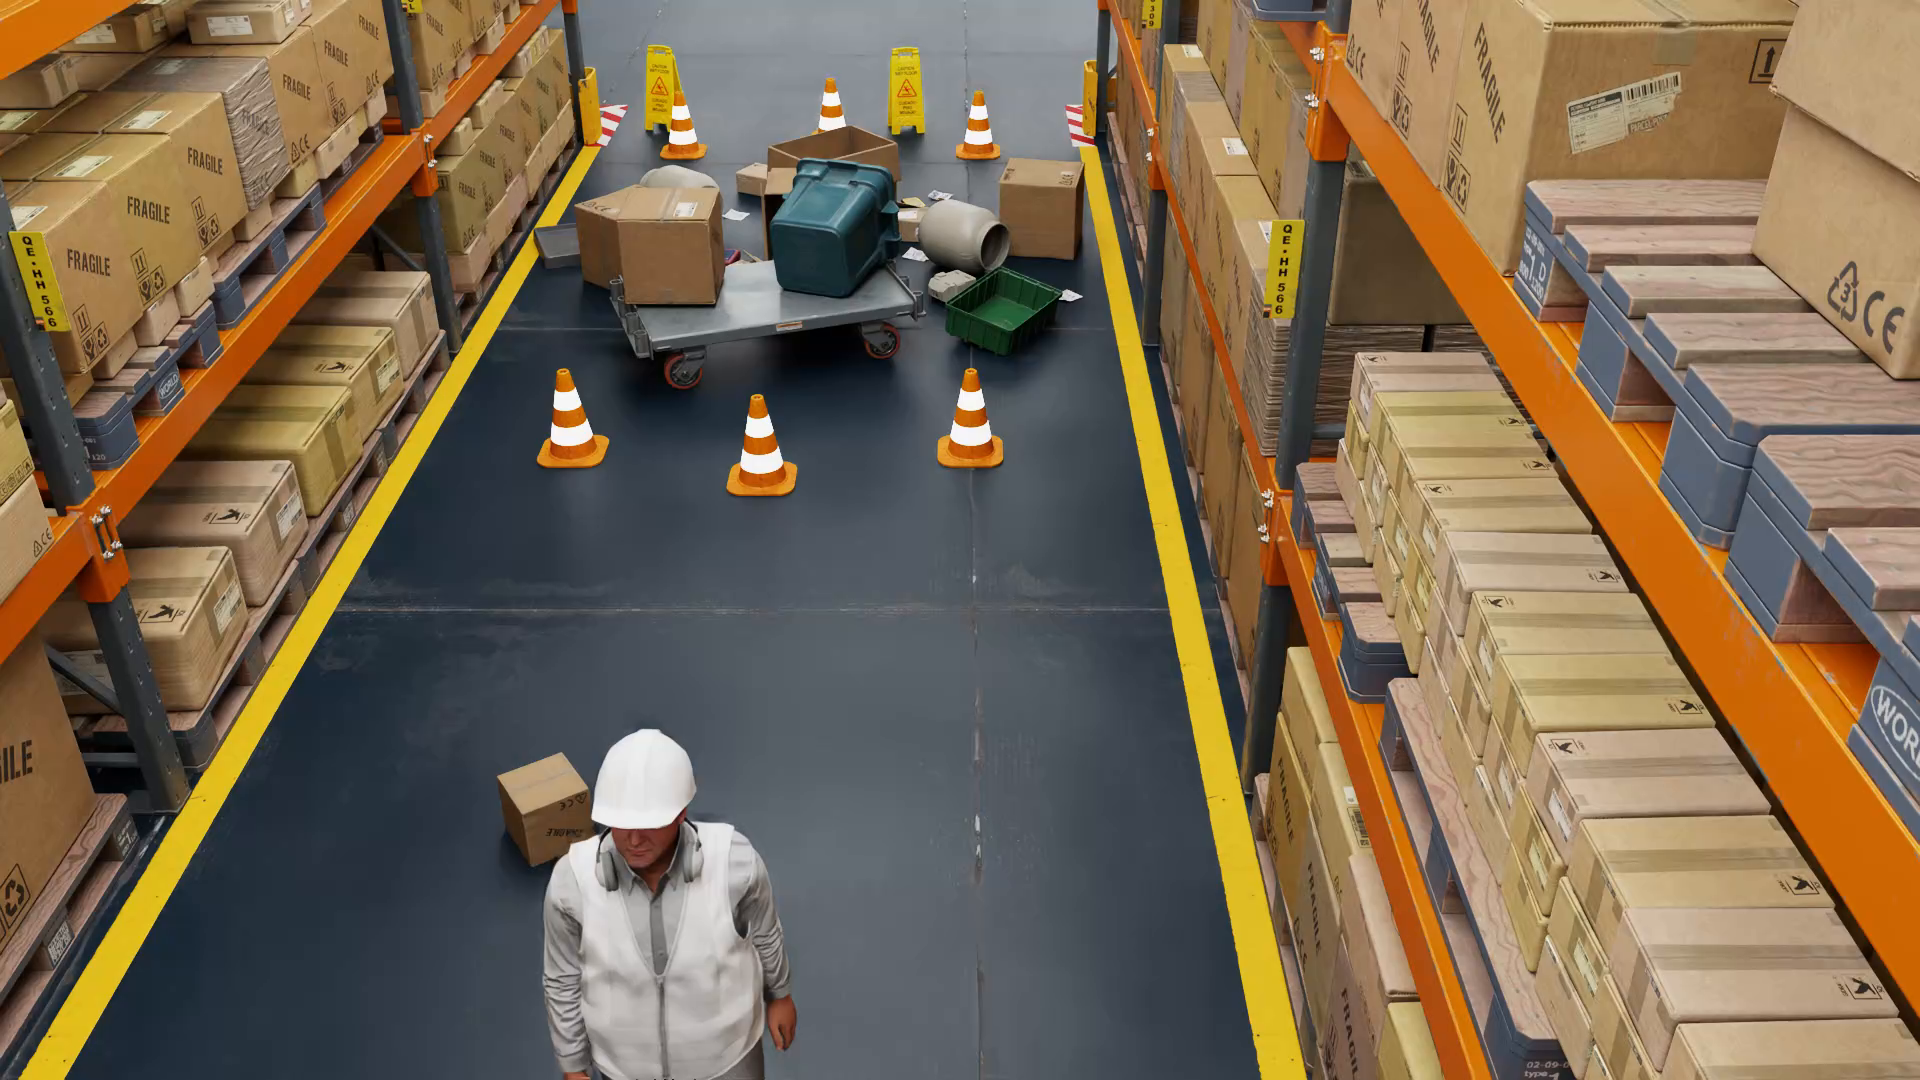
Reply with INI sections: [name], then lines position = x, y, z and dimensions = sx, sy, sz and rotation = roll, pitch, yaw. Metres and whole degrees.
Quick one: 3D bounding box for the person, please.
[person]
position = -0.696, 1.247, 4.086
dimensions = 0.580, 1.838, 0.583
rotation = -2, 31, -3
